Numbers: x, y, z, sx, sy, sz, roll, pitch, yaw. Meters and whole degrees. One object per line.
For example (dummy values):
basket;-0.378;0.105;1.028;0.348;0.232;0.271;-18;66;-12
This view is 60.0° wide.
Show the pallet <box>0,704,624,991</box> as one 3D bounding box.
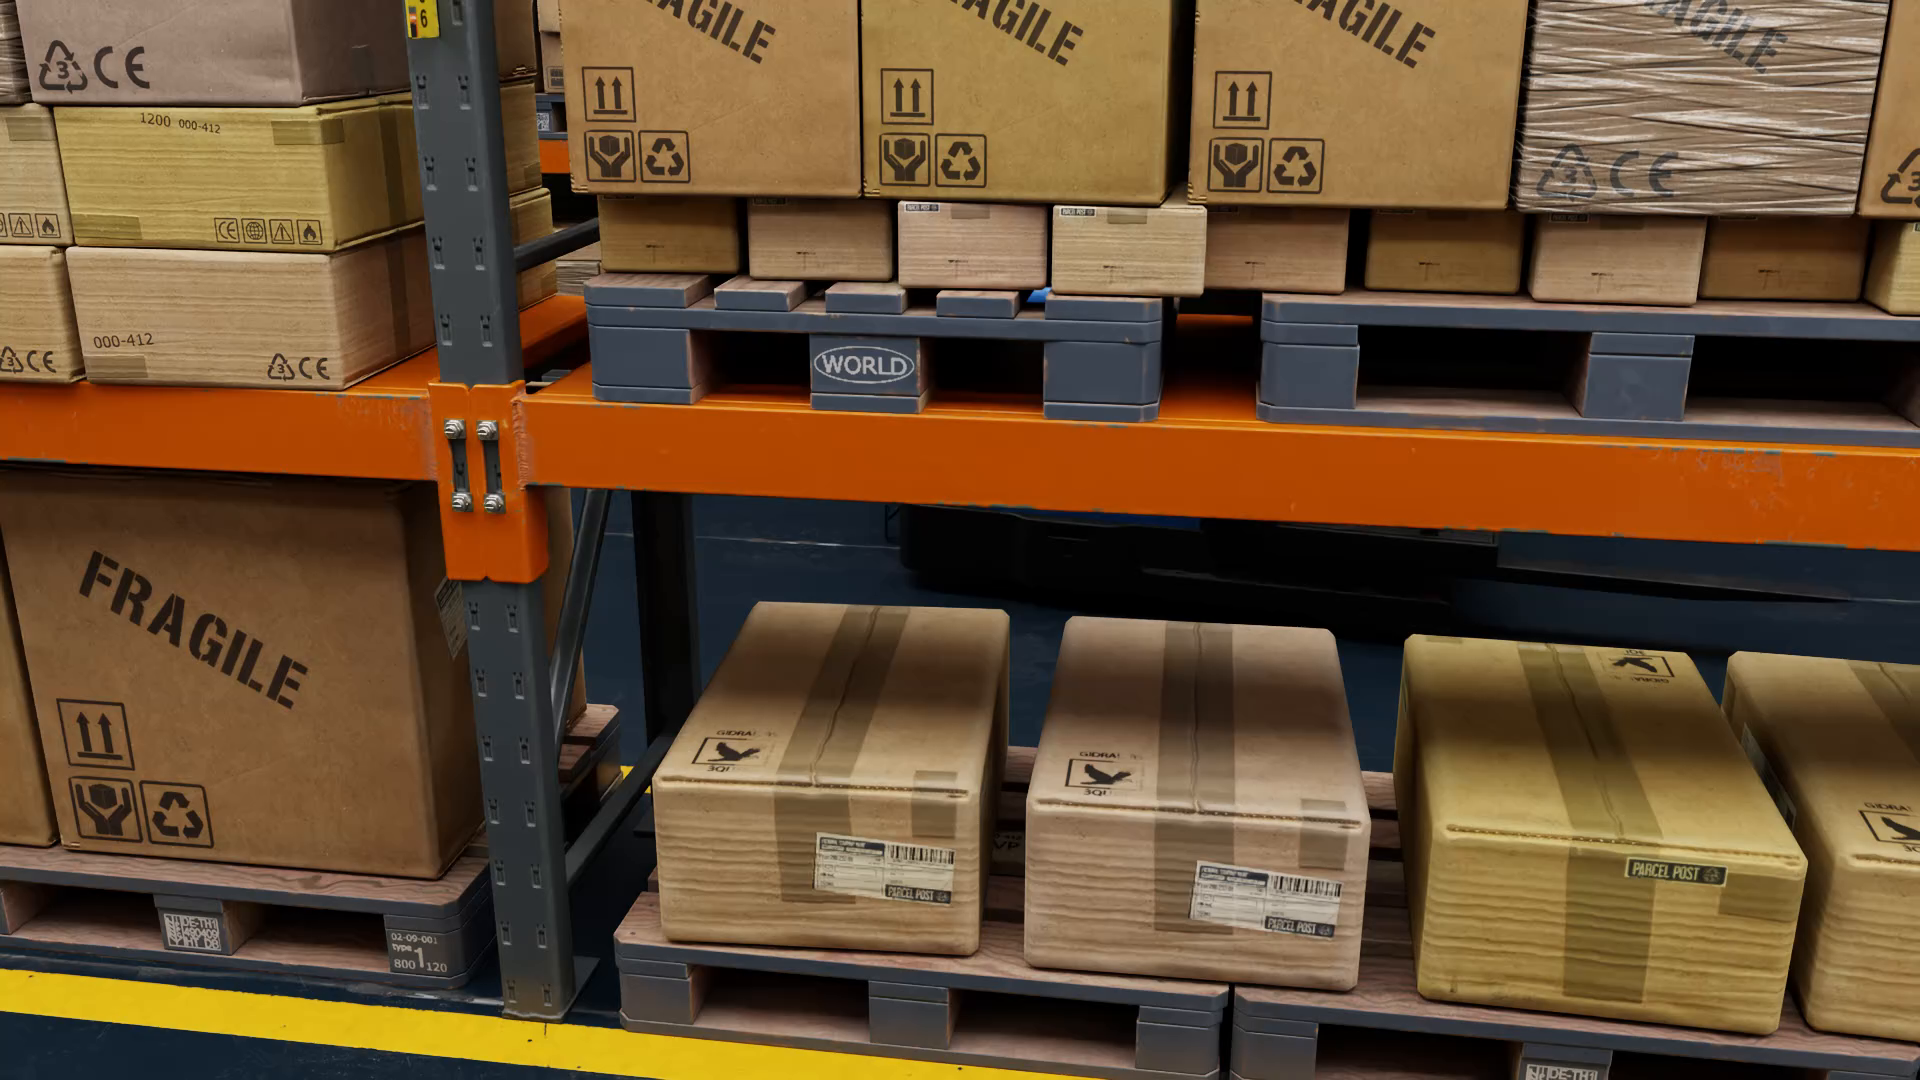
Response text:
pallet;-1.557;0.659;4.001;1.213;0.211;1.003;3;19;9

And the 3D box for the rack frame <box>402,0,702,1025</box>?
rack frame;-0.790;-0.600;3.370;0.127;3.000;1.000;3;19;9

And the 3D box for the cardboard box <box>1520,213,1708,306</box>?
cardboard box;1.089;-0.509;2.832;0.250;0.149;0.380;4;19;10

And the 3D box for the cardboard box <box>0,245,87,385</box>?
cardboard box;-1.838;-0.494;3.289;0.500;0.250;0.500;3;19;10

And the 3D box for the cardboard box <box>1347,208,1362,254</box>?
cardboard box;0.852;-0.671;3.316;0.250;0.149;0.380;3;19;9

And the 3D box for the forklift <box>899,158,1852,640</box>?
forklift;1.365;-1.240;5.389;3.031;2.935;1.130;6;19;16

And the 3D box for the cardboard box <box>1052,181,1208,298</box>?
cardboard box;0.306;-0.532;2.901;0.250;0.149;0.380;3;19;9

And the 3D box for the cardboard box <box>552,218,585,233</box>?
cardboard box;-2.074;-1.526;8.393;0.250;0.149;0.380;3;19;9

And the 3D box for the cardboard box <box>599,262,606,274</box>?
cardboard box;-1.468;-1.177;8.372;0.500;0.500;0.500;4;19;11

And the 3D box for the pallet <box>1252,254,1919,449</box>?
pallet;1.171;-0.423;3.141;1.213;0.211;1.003;3;19;9

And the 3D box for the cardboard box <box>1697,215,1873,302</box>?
cardboard box;1.358;-0.520;2.863;0.250;0.149;0.380;2;19;7

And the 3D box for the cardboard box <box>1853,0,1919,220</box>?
cardboard box;1.668;-0.790;2.650;0.500;0.500;0.500;4;19;11

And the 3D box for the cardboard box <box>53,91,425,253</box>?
cardboard box;-1.309;-0.711;3.149;0.500;0.250;0.500;3;19;8

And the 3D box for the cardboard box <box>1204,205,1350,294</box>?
cardboard box;0.556;-0.545;2.938;0.250;0.149;0.380;4;19;12

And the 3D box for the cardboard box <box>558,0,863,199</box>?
cardboard box;-0.383;-0.893;2.956;0.500;0.500;0.500;2;19;7

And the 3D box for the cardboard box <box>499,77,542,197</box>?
cardboard box;-1.251;-0.869;3.622;0.500;0.250;0.500;3;19;8

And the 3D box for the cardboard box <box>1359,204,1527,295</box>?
cardboard box;0.842;-0.543;2.932;0.250;0.149;0.380;4;19;11

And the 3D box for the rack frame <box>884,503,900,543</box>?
rack frame;-0.246;-0.596;6.193;0.006;1.200;0.240;6;19;16

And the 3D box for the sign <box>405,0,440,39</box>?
sign;-0.875;-0.975;2.666;0.005;0.325;0.100;3;19;9

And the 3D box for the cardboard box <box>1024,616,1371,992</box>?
cardboard box;0.496;0.513;3.522;0.625;0.372;0.950;3;19;8

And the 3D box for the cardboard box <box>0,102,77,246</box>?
cardboard box;-1.816;-0.736;3.223;0.500;0.250;0.500;2;19;7

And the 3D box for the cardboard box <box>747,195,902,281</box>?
cardboard box;-0.225;-0.581;3.046;0.250;0.149;0.380;2;19;5

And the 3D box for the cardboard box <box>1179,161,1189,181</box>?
cardboard box;0.350;-0.733;3.500;0.250;0.149;0.380;2;19;6

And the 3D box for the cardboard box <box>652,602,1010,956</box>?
cardboard box;-0.234;0.478;3.626;0.625;0.372;0.950;2;19;5

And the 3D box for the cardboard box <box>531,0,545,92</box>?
cardboard box;-2.228;-2.443;8.059;0.500;0.500;0.700;3;19;8

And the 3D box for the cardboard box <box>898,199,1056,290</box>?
cardboard box;0.038;-0.553;2.962;0.250;0.149;0.380;2;19;5

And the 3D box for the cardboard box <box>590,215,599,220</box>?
cardboard box;-1.757;-1.649;8.760;0.250;0.149;0.380;3;19;9

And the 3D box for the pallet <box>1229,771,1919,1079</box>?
pallet;1.182;0.824;3.508;1.213;0.211;1.003;3;19;9

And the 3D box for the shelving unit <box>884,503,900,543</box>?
shelving unit;-0.159;-0.587;6.167;0.189;1.200;0.258;6;19;16

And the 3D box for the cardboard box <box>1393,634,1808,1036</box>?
cardboard box;1.244;0.553;3.403;0.625;0.372;0.950;4;19;10

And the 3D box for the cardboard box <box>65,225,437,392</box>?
cardboard box;-1.331;-0.473;3.227;0.500;0.250;0.500;2;19;7

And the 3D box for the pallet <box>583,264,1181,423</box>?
pallet;-0.070;-0.507;3.393;1.003;0.211;1.213;3;19;9

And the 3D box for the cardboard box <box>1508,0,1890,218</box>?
cardboard box;1.151;-0.816;2.728;0.500;0.500;0.500;2;19;7

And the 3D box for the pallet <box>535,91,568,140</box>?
pallet;-1.928;-2.161;8.337;1.213;0.211;1.003;3;19;9

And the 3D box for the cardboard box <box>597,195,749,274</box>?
cardboard box;-0.499;-0.606;3.120;0.250;0.149;0.380;2;19;5

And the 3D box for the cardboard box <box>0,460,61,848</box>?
cardboard box;-2.339;0.101;3.960;0.875;0.875;0.875;3;19;9

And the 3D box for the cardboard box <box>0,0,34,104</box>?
cardboard box;-1.850;-1.089;3.098;0.500;0.500;0.500;3;19;10

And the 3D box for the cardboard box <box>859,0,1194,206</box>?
cardboard box;0.133;-0.869;2.884;0.500;0.500;0.500;4;19;11

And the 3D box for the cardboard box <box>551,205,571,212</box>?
cardboard box;-2.262;-1.698;8.907;0.250;0.149;0.380;3;19;9

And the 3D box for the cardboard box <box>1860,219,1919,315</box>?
cardboard box;1.602;-0.474;2.727;0.250;0.149;0.380;3;19;9

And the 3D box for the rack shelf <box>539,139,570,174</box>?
rack shelf;-1.981;-1.915;8.433;4.000;0.370;1.077;3;19;9

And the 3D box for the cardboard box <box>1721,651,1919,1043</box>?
cardboard box;1.930;0.587;3.300;0.625;0.372;0.950;4;19;12

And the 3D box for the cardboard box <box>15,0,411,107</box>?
cardboard box;-1.342;-1.066;3.028;0.500;0.500;0.500;2;19;7

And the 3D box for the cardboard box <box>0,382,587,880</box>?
cardboard box;-1.459;0.147;3.822;0.875;0.875;0.875;3;19;8

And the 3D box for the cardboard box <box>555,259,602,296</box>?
cardboard box;-1.984;-1.197;8.432;0.500;0.500;0.500;2;19;7

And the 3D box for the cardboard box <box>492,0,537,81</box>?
cardboard box;-1.238;-1.223;3.498;0.500;0.500;0.500;2;19;7

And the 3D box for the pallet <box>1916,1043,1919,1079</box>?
pallet;2.390;0.885;3.326;1.213;0.211;1.003;3;19;9

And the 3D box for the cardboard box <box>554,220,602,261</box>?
cardboard box;-1.839;-1.498;8.308;0.250;0.149;0.380;2;19;6

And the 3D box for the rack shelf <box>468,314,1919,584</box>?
rack shelf;1.184;-0.158;3.183;4.000;0.370;1.077;3;19;9

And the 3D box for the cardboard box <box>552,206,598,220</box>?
cardboard box;-2.017;-1.676;8.840;0.250;0.149;0.380;2;19;6

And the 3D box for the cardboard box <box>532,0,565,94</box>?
cardboard box;-1.648;-2.428;8.007;0.637;0.503;0.797;2;19;7

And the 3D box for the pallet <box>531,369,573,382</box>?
pallet;-1.939;-0.945;8.794;1.213;0.211;1.003;3;19;9

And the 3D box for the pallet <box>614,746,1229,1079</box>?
pallet;-0.019;0.762;3.693;1.213;0.211;1.003;3;19;9

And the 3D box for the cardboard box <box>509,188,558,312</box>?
cardboard box;-1.234;-0.633;3.703;0.500;0.250;0.500;3;19;8

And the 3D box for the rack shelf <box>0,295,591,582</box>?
rack shelf;-2.765;-0.360;3.785;4.000;0.370;1.077;3;19;9

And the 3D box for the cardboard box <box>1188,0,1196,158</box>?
cardboard box;0.713;-1.004;3.290;0.500;0.500;0.500;2;19;5

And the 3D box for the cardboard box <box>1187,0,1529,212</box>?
cardboard box;0.658;-0.844;2.810;0.500;0.500;0.500;3;19;10
